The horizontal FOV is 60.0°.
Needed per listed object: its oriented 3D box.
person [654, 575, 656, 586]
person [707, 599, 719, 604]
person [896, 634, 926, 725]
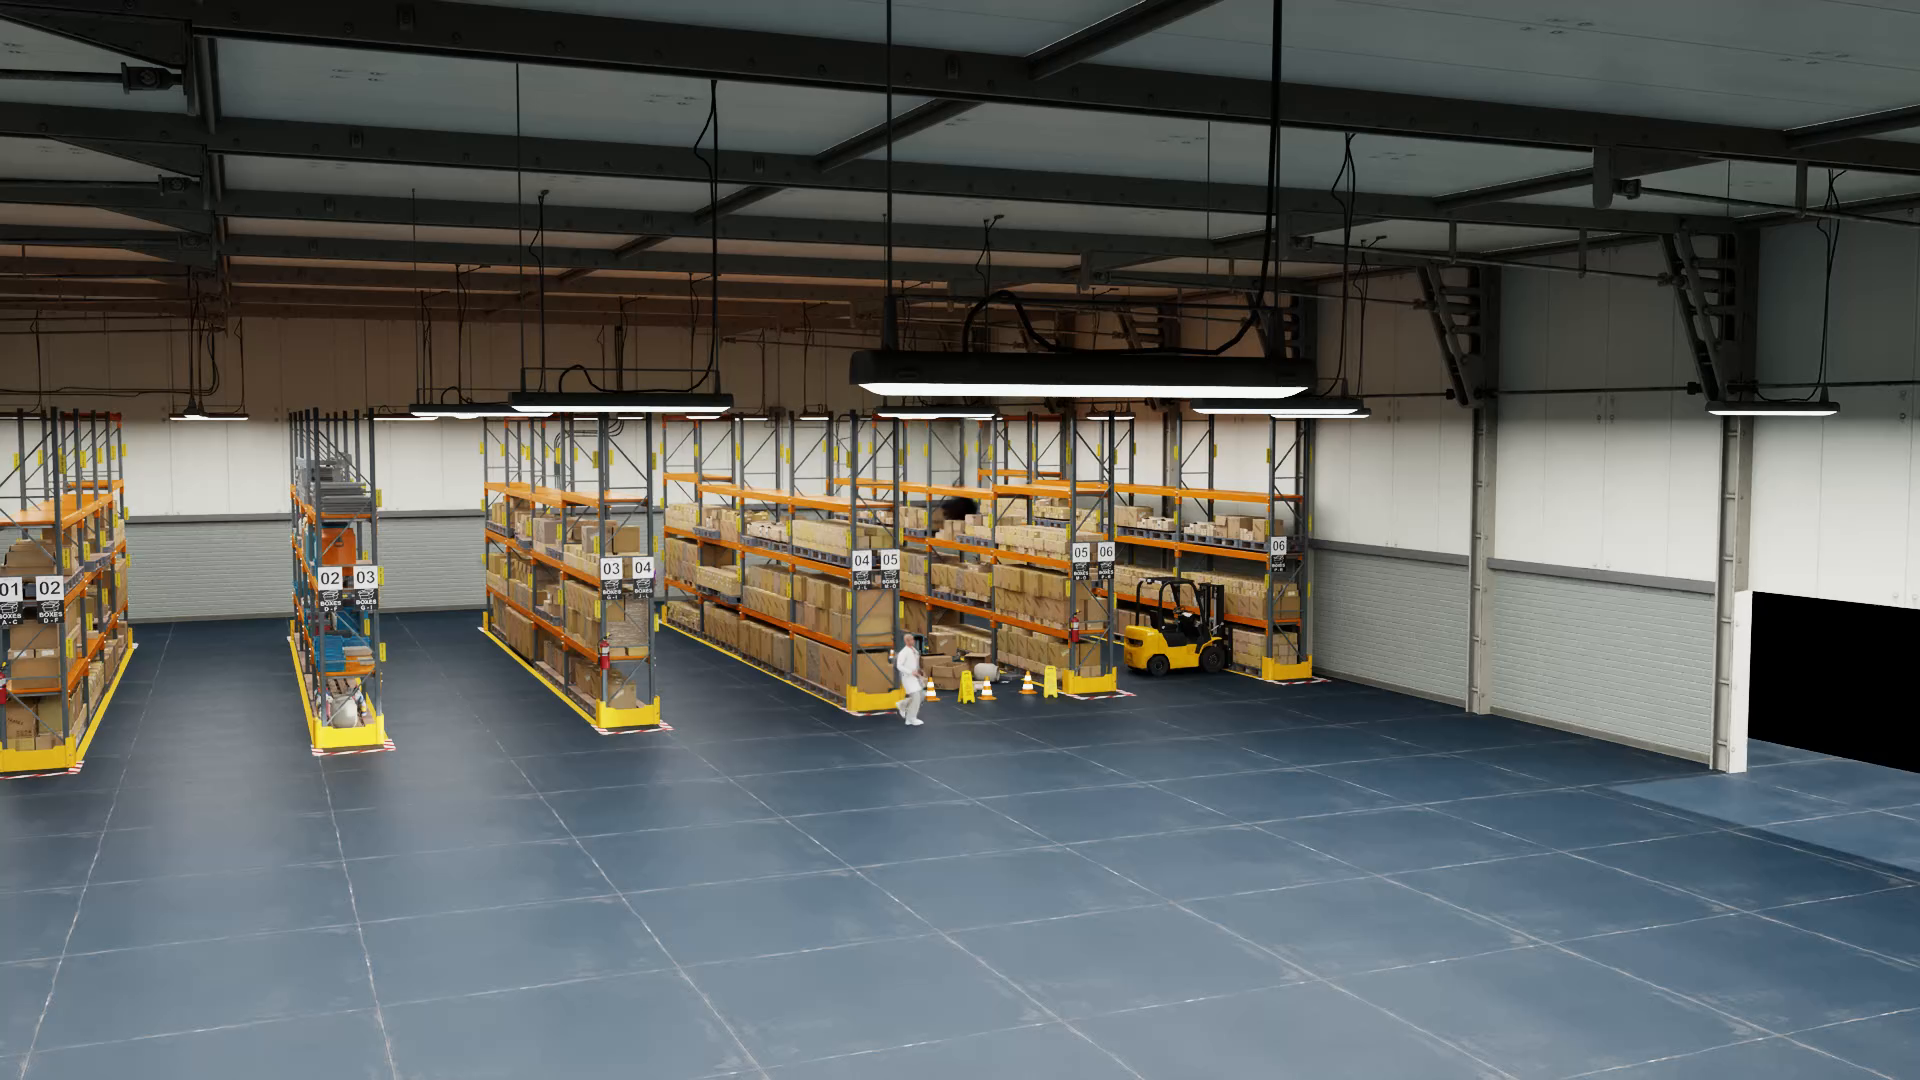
[{"bbox_3d":[-9.198,1.474,48.521,0.736,1.736,0.603,3,5,36],"label":"person"},{"bbox_3d":[-7.317,1.427,49.174,0.548,1.708,0.734,2,4,22],"label":"person"},{"bbox_3d":[-0.957,2.642,31.602,0.668,1.724,0.707,2,4,25],"label":"person"}]
